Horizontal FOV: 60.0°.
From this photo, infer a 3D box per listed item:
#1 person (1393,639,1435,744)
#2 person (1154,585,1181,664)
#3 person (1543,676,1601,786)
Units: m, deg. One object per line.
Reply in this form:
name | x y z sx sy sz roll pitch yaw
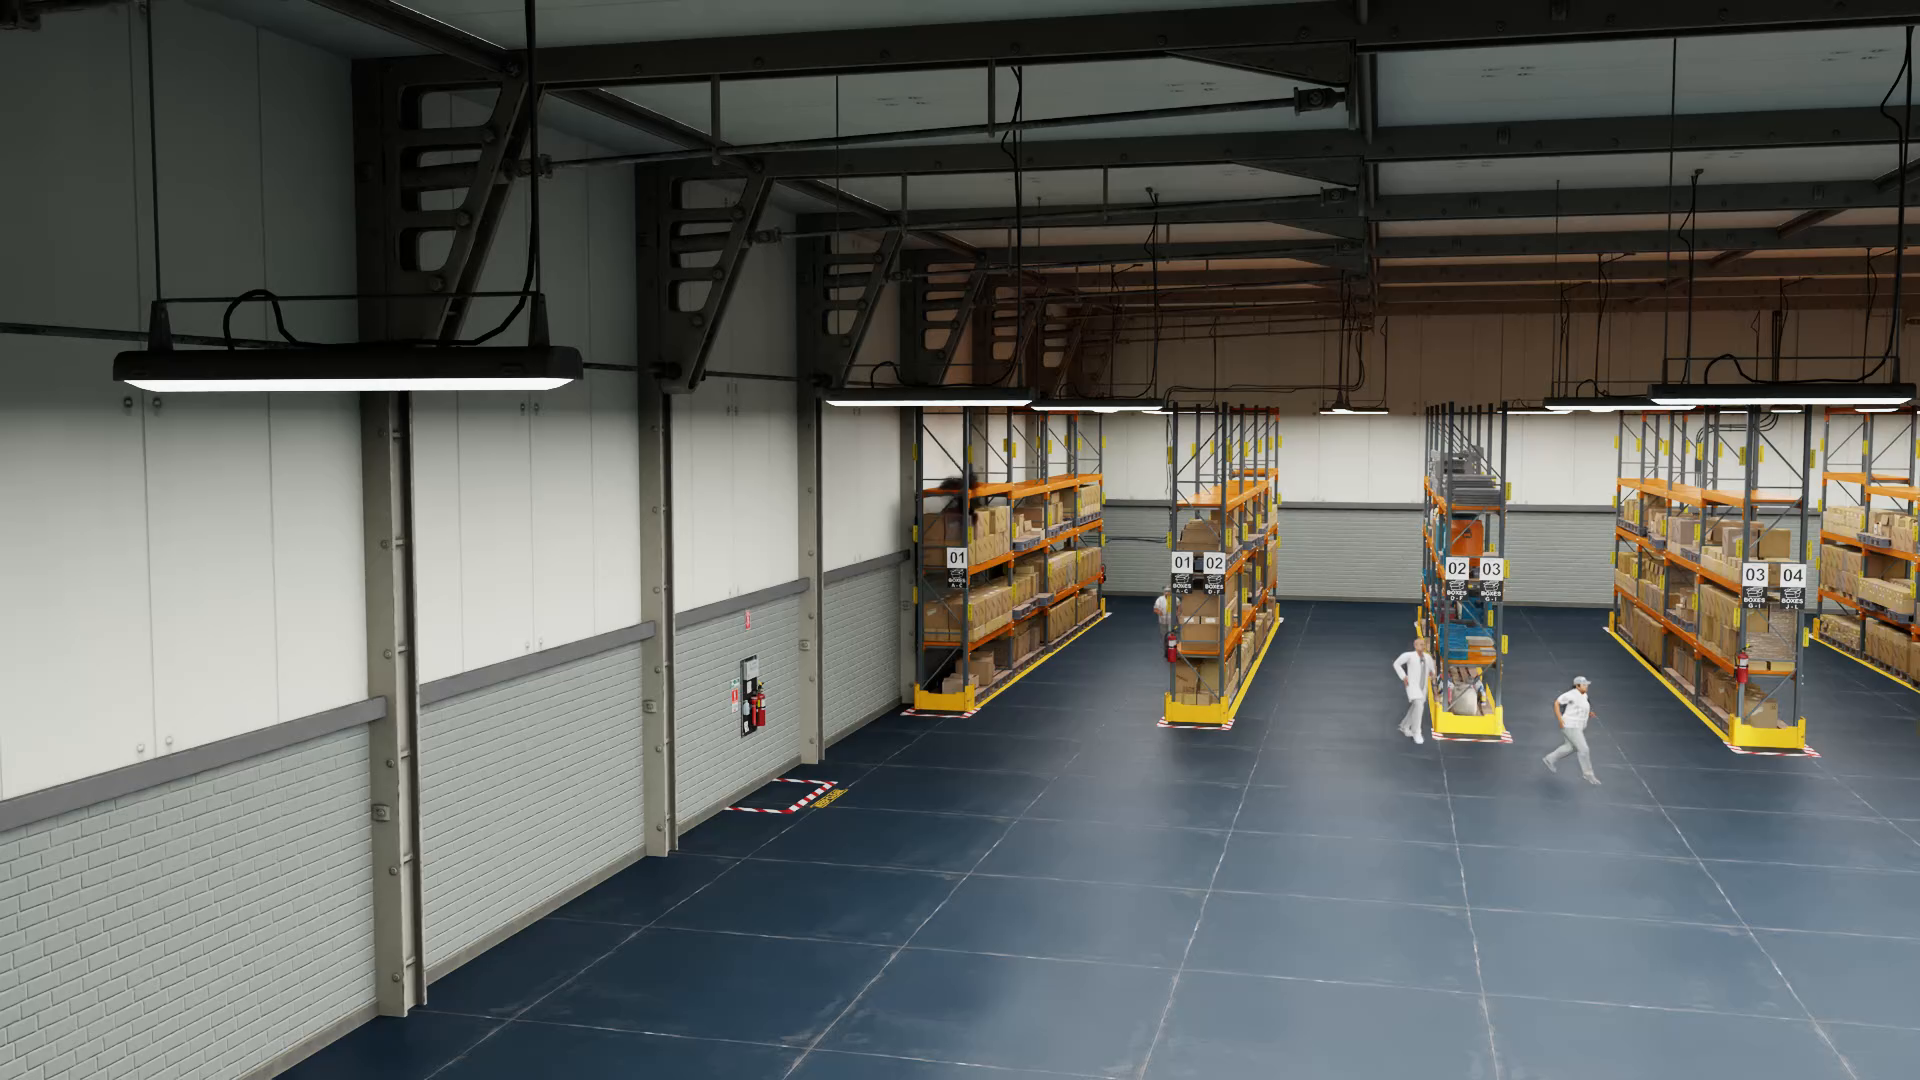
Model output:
person | 8.116 2.658 29.553 0.688 1.824 0.773 -2 5 -26
person | 4.868 1.952 39.073 0.608 1.813 0.909 1 4 15
person | 9.636 2.968 26.158 0.607 1.686 0.960 -4 6 -45
